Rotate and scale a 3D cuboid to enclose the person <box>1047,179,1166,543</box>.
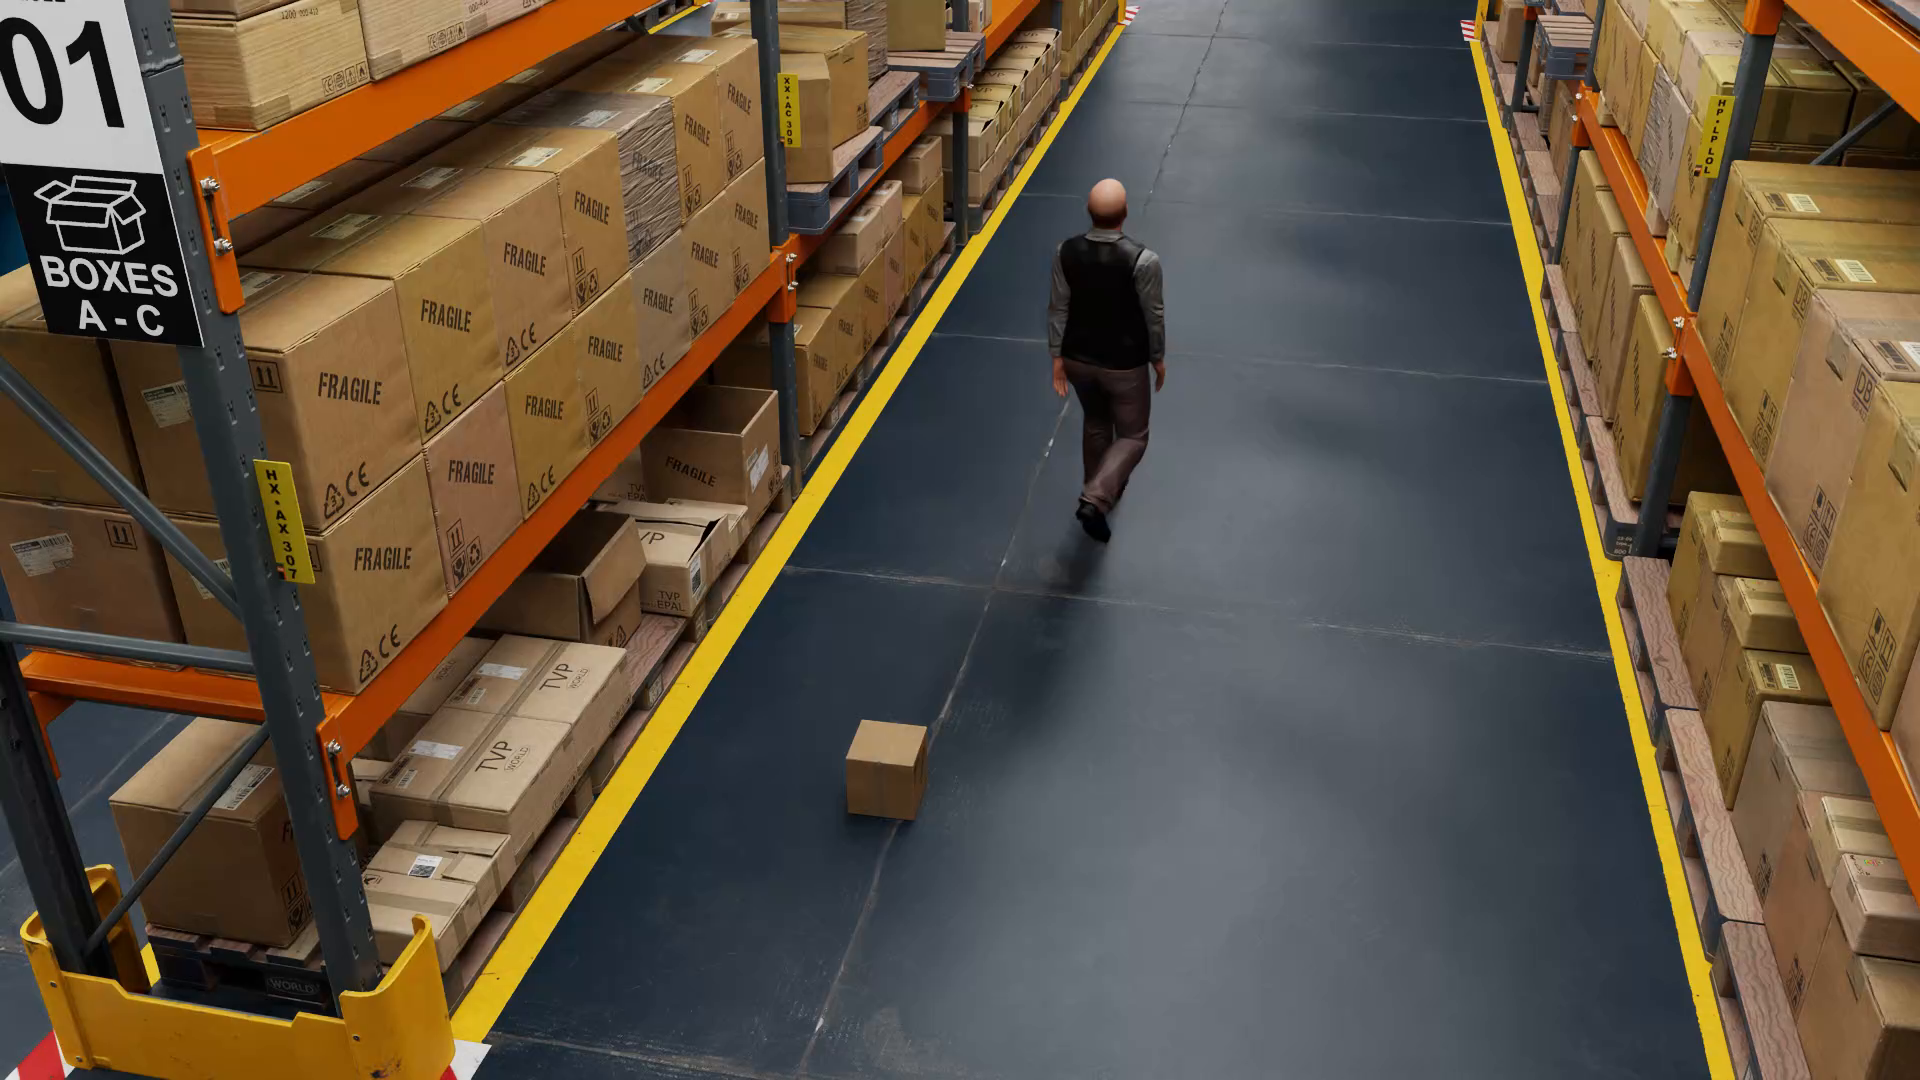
[{"bbox_3d":[0.660,-0.815,7.619,0.532,1.694,0.821,15,32,25],"label":"person"}]
